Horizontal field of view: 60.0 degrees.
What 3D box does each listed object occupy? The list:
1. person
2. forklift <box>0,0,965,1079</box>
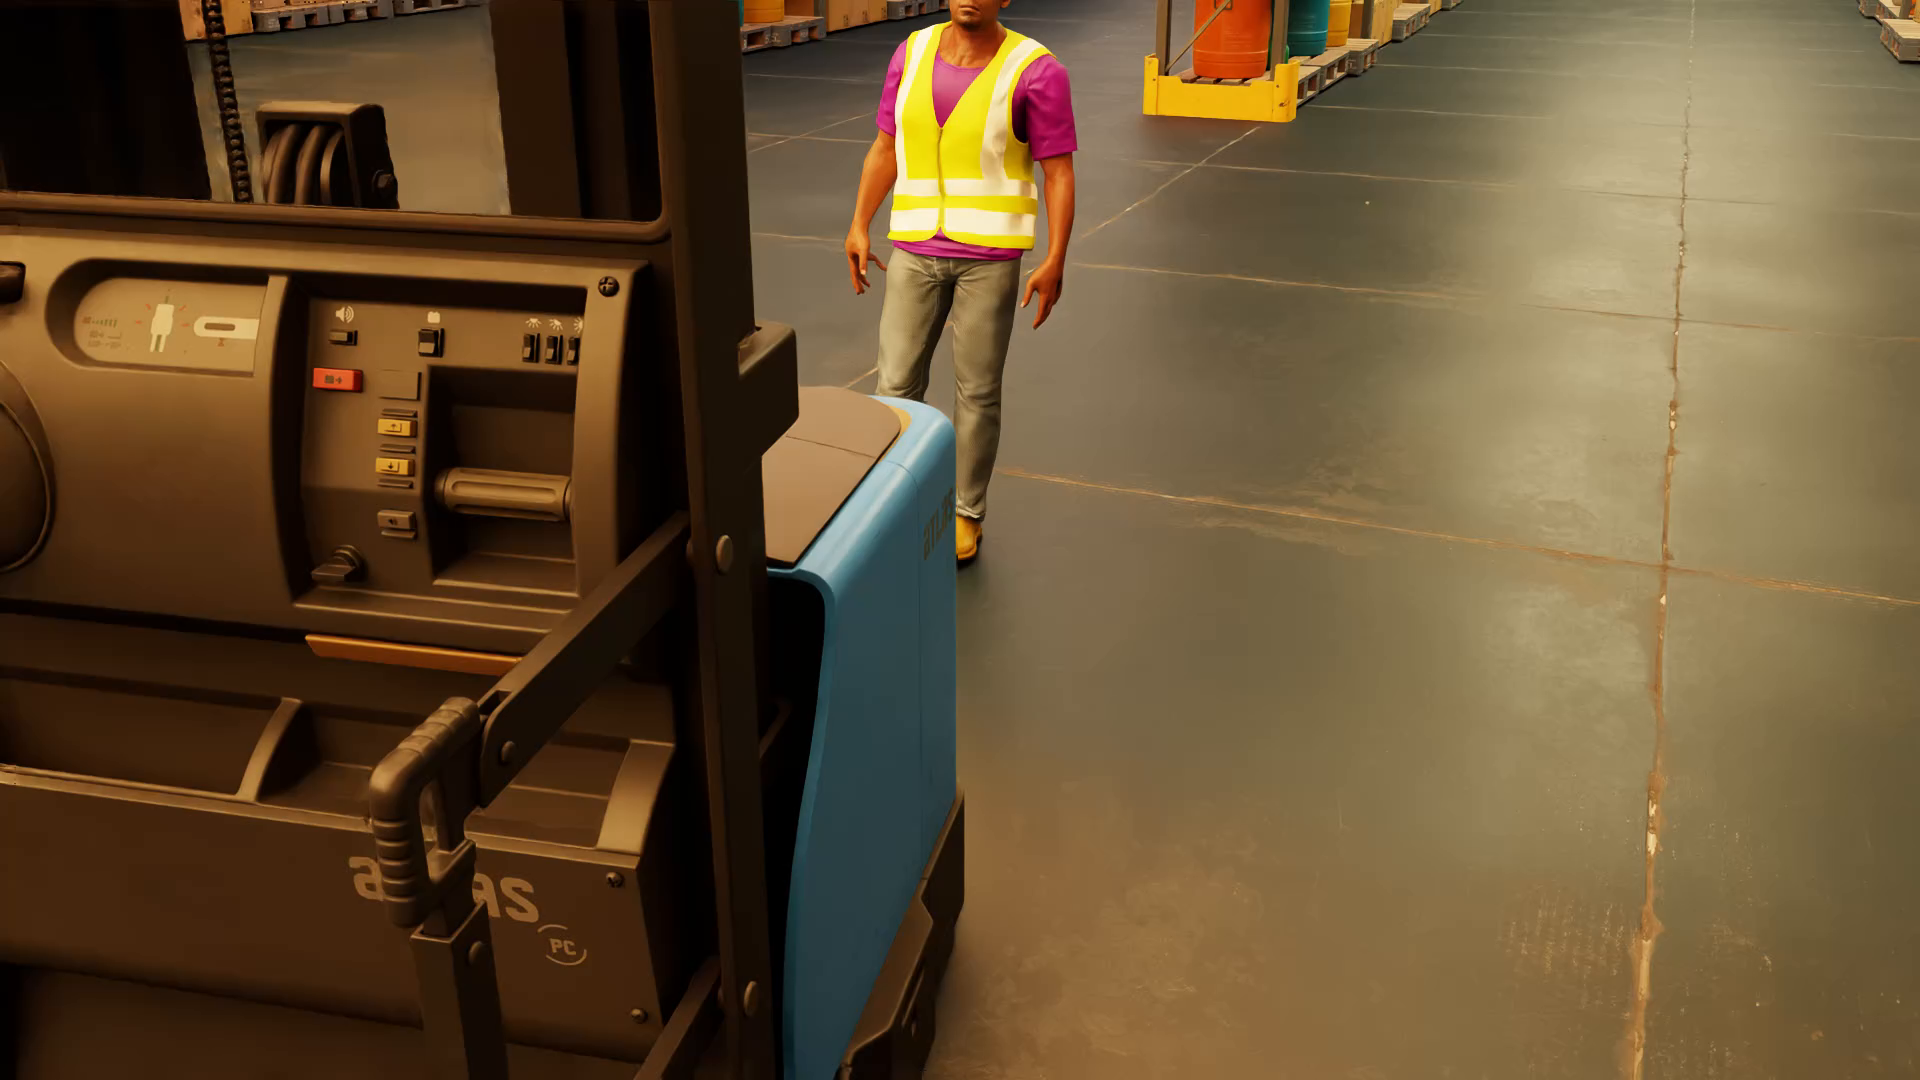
[{"bbox_3d":[-0.032,-0.797,4.692,0.665,1.768,0.575,9,24,21],"label":"person"},{"bbox_3d":[-0.819,-0.095,1.520,1.130,2.935,3.031,5,23,12],"label":"forklift"}]
